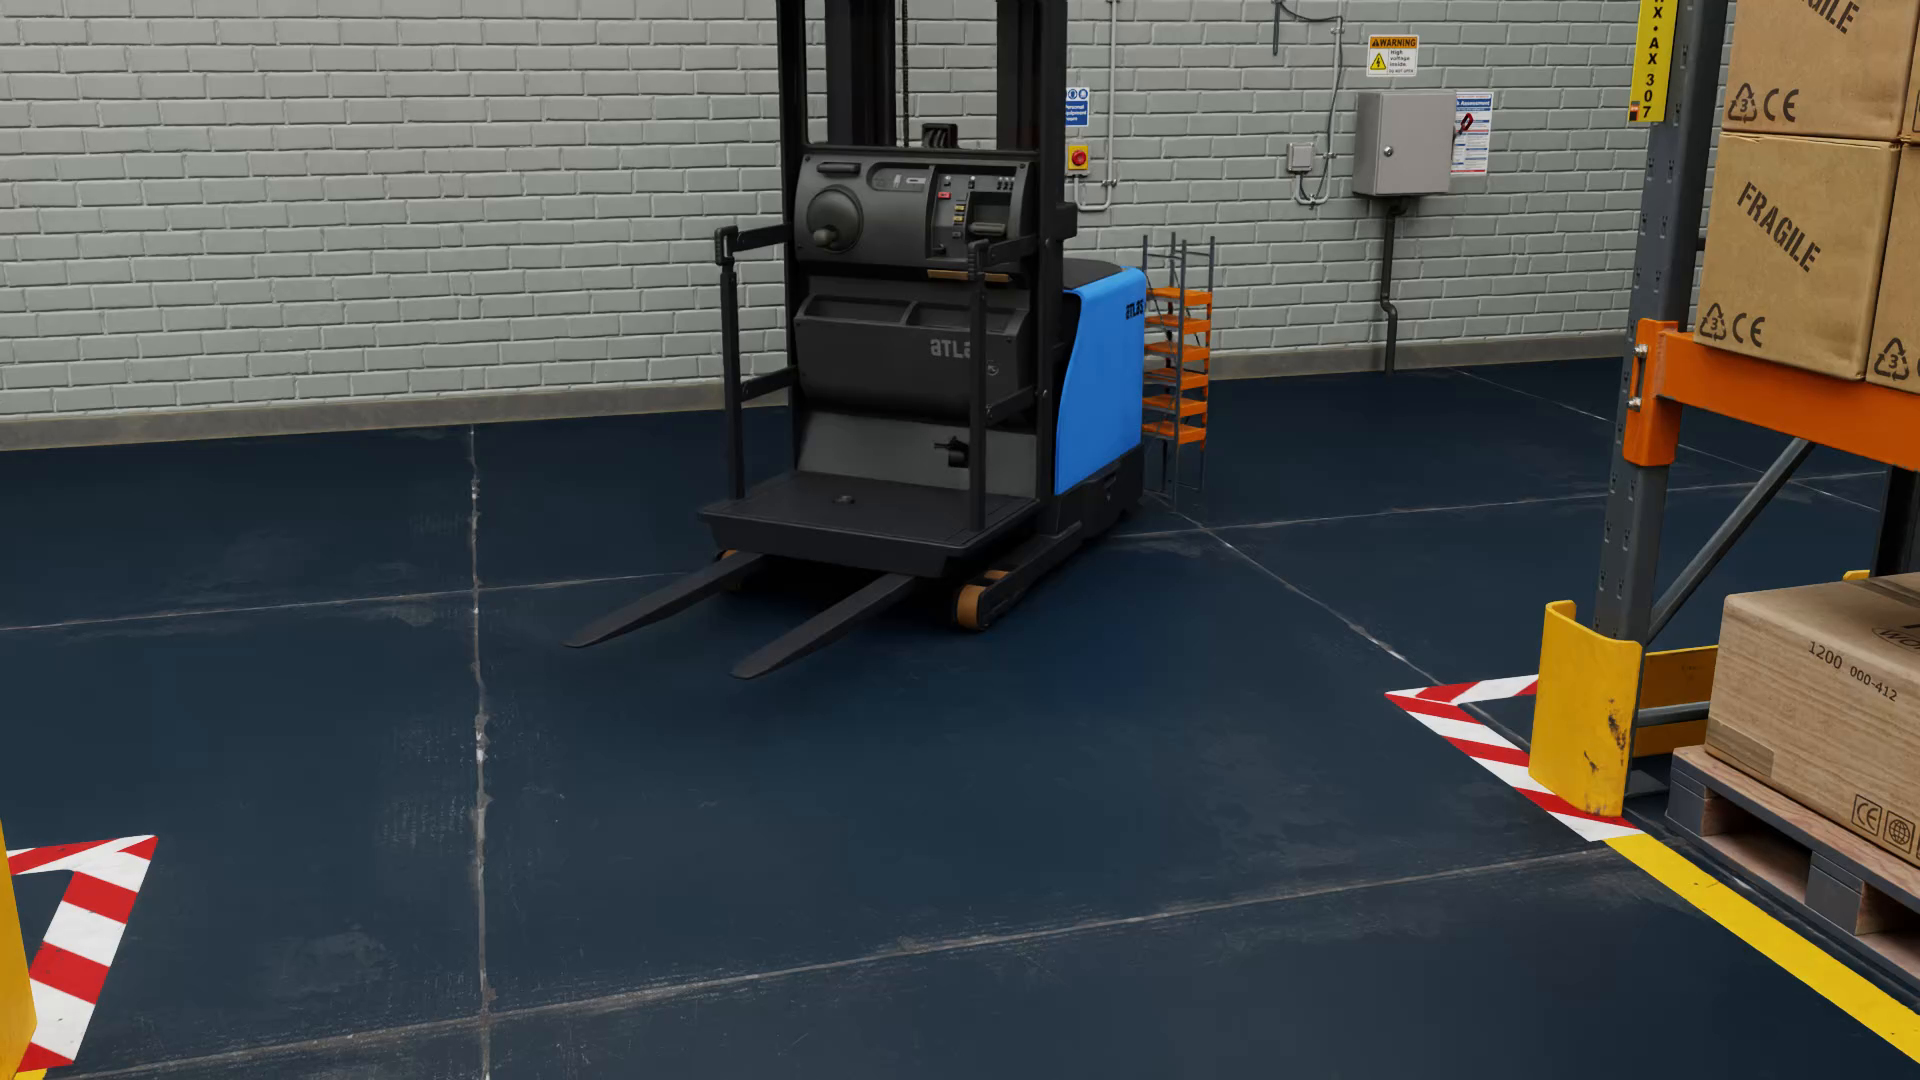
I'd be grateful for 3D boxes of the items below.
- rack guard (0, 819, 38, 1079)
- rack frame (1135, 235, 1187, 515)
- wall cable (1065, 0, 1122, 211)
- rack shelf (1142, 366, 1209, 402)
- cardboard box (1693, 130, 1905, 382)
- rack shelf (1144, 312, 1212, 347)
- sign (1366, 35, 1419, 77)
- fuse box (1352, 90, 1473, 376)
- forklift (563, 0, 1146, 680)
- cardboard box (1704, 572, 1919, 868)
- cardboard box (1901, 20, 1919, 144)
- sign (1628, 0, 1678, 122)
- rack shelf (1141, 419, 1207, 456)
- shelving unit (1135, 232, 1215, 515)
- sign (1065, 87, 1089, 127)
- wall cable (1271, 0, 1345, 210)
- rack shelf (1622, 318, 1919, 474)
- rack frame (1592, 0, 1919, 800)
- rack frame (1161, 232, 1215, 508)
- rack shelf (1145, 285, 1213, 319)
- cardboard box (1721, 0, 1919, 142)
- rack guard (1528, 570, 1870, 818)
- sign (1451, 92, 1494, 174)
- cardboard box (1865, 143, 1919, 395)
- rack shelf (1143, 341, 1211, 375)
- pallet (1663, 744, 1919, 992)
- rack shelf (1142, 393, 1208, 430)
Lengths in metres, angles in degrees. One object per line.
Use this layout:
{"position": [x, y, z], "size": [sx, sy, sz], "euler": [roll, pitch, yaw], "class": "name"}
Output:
{"position": [-2.493, 0.864, 3.205], "size": [1.175, 0.500, 0.348], "euler": [-5, 17, -15], "class": "rack guard"}
{"position": [0.868, -0.711, 7.232], "size": [0.006, 1.200, 0.240], "euler": [-14, 22, -40], "class": "rack frame"}
{"position": [0.646, -2.832, 9.347], "size": [0.585, 1.953, 0.123], "euler": [-5, 17, -15], "class": "wall cable"}
{"position": [0.936, -0.686, 7.303], "size": [0.180, 0.103, 0.258], "euler": [-14, 22, -40], "class": "rack shelf"}
{"position": [2.074, -0.665, 3.780], "size": [0.500, 0.500, 0.500], "euler": [-5, 17, -16], "class": "cardboard box"}
{"position": [0.937, -0.916, 7.235], "size": [0.180, 0.103, 0.258], "euler": [-14, 22, -40], "class": "rack shelf"}
{"position": [2.596, -2.905, 9.974], "size": [0.339, 0.242, 0.001], "euler": [-5, 17, -15], "class": "sign"}
{"position": [2.706, -1.840, 10.102], "size": [0.539, 1.711, 0.414], "euler": [-5, 17, -15], "class": "fuse box"}
{"position": [-0.275, -1.223, 5.929], "size": [1.130, 2.935, 3.031], "euler": [8, 18, 24], "class": "forklift"}
{"position": [2.496, 0.428, 4.038], "size": [0.875, 0.438, 0.875], "euler": [-5, 18, -17], "class": "cardboard box"}
{"position": [2.225, -1.002, 3.162], "size": [0.500, 0.500, 0.500], "euler": [-5, 17, -17], "class": "cardboard box"}
{"position": [1.683, -1.183, 4.035], "size": [0.100, 0.325, 0.005], "euler": [-5, 17, -15], "class": "sign"}
{"position": [0.935, -0.456, 7.371], "size": [0.180, 0.103, 0.258], "euler": [-14, 22, -40], "class": "rack shelf"}
{"position": [0.936, -0.729, 7.290], "size": [0.189, 1.200, 0.258], "euler": [-14, 22, -40], "class": "shelving unit"}
{"position": [0.583, -2.473, 9.503], "size": [0.327, 0.218, 0.001], "euler": [-5, 17, -15], "class": "sign"}
{"position": [2.006, -2.933, 9.736], "size": [0.588, 1.984, 0.122], "euler": [-5, 17, -15], "class": "wall cable"}
{"position": [2.768, 0.125, 2.573], "size": [1.077, 0.370, 4.000], "euler": [-5, 17, -15], "class": "rack shelf"}
{"position": [2.218, -0.773, 4.312], "size": [1.000, 3.000, 0.127], "euler": [-5, 17, -15], "class": "rack frame"}
{"position": [1.004, -0.746, 7.349], "size": [0.006, 1.200, 0.240], "euler": [-14, 22, -40], "class": "rack frame"}
{"position": [0.937, -1.031, 7.200], "size": [0.180, 0.103, 0.258], "euler": [-14, 22, -40], "class": "rack shelf"}
{"position": [2.076, -1.145, 3.636], "size": [0.500, 0.500, 0.500], "euler": [-5, 17, -16], "class": "cardboard box"}
{"position": [2.211, 0.417, 4.693], "size": [1.175, 0.500, 0.348], "euler": [-5, 17, -15], "class": "rack guard"}
{"position": [3.124, -2.507, 10.251], "size": [0.329, 0.494, 0.001], "euler": [-5, 17, -15], "class": "sign"}
{"position": [2.240, -0.528, 3.321], "size": [0.500, 0.500, 0.500], "euler": [-5, 17, -16], "class": "cardboard box"}
{"position": [0.936, -0.801, 7.269], "size": [0.180, 0.103, 0.258], "euler": [-14, 22, -40], "class": "rack shelf"}
{"position": [2.513, 0.777, 3.997], "size": [1.003, 0.211, 1.213], "euler": [-5, 17, -15], "class": "pallet"}
{"position": [0.935, -0.571, 7.337], "size": [0.180, 0.103, 0.258], "euler": [-14, 22, -40], "class": "rack shelf"}
